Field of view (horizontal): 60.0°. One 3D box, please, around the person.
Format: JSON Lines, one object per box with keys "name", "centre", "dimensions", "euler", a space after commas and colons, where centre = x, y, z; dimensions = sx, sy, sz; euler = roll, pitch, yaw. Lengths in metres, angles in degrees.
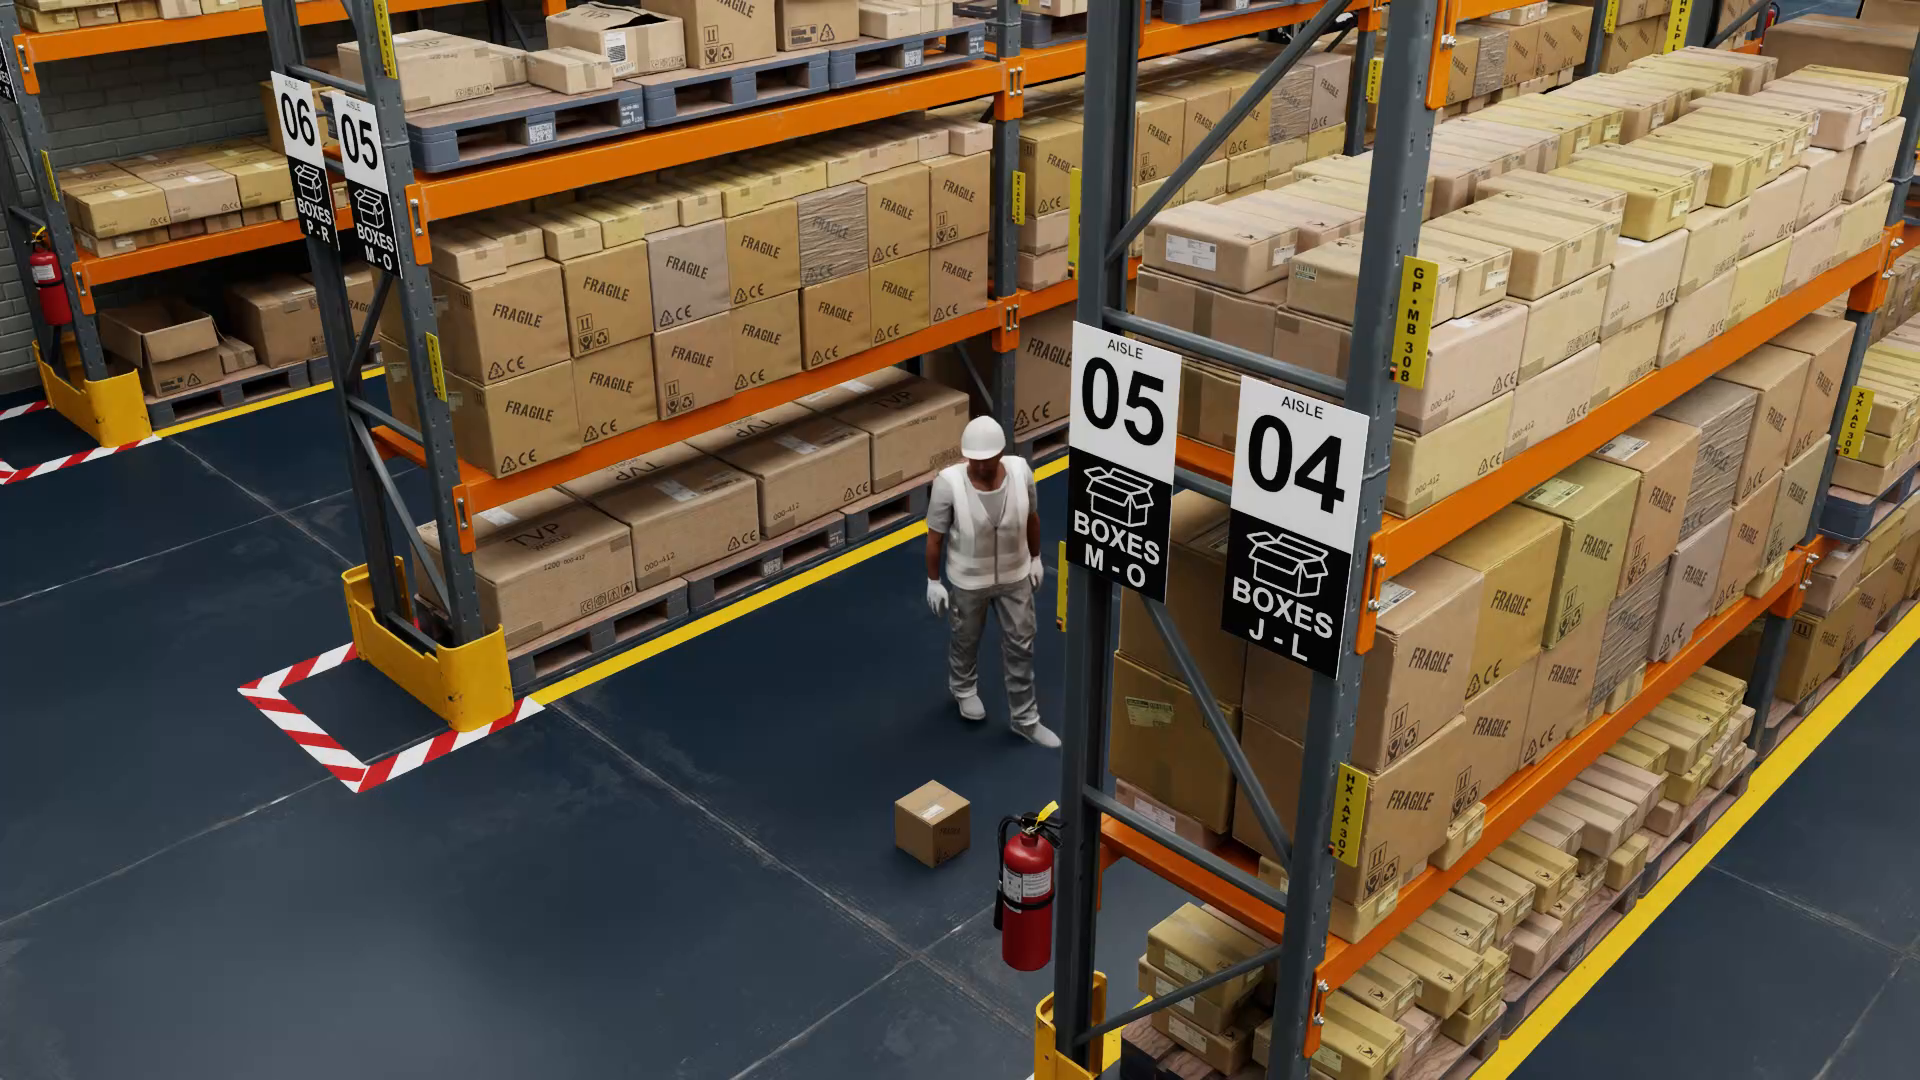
{"name": "person", "centre": [0.144, 0.188, 8.256], "dimensions": [0.646, 1.803, 0.596], "euler": [-7, 28, -13]}
